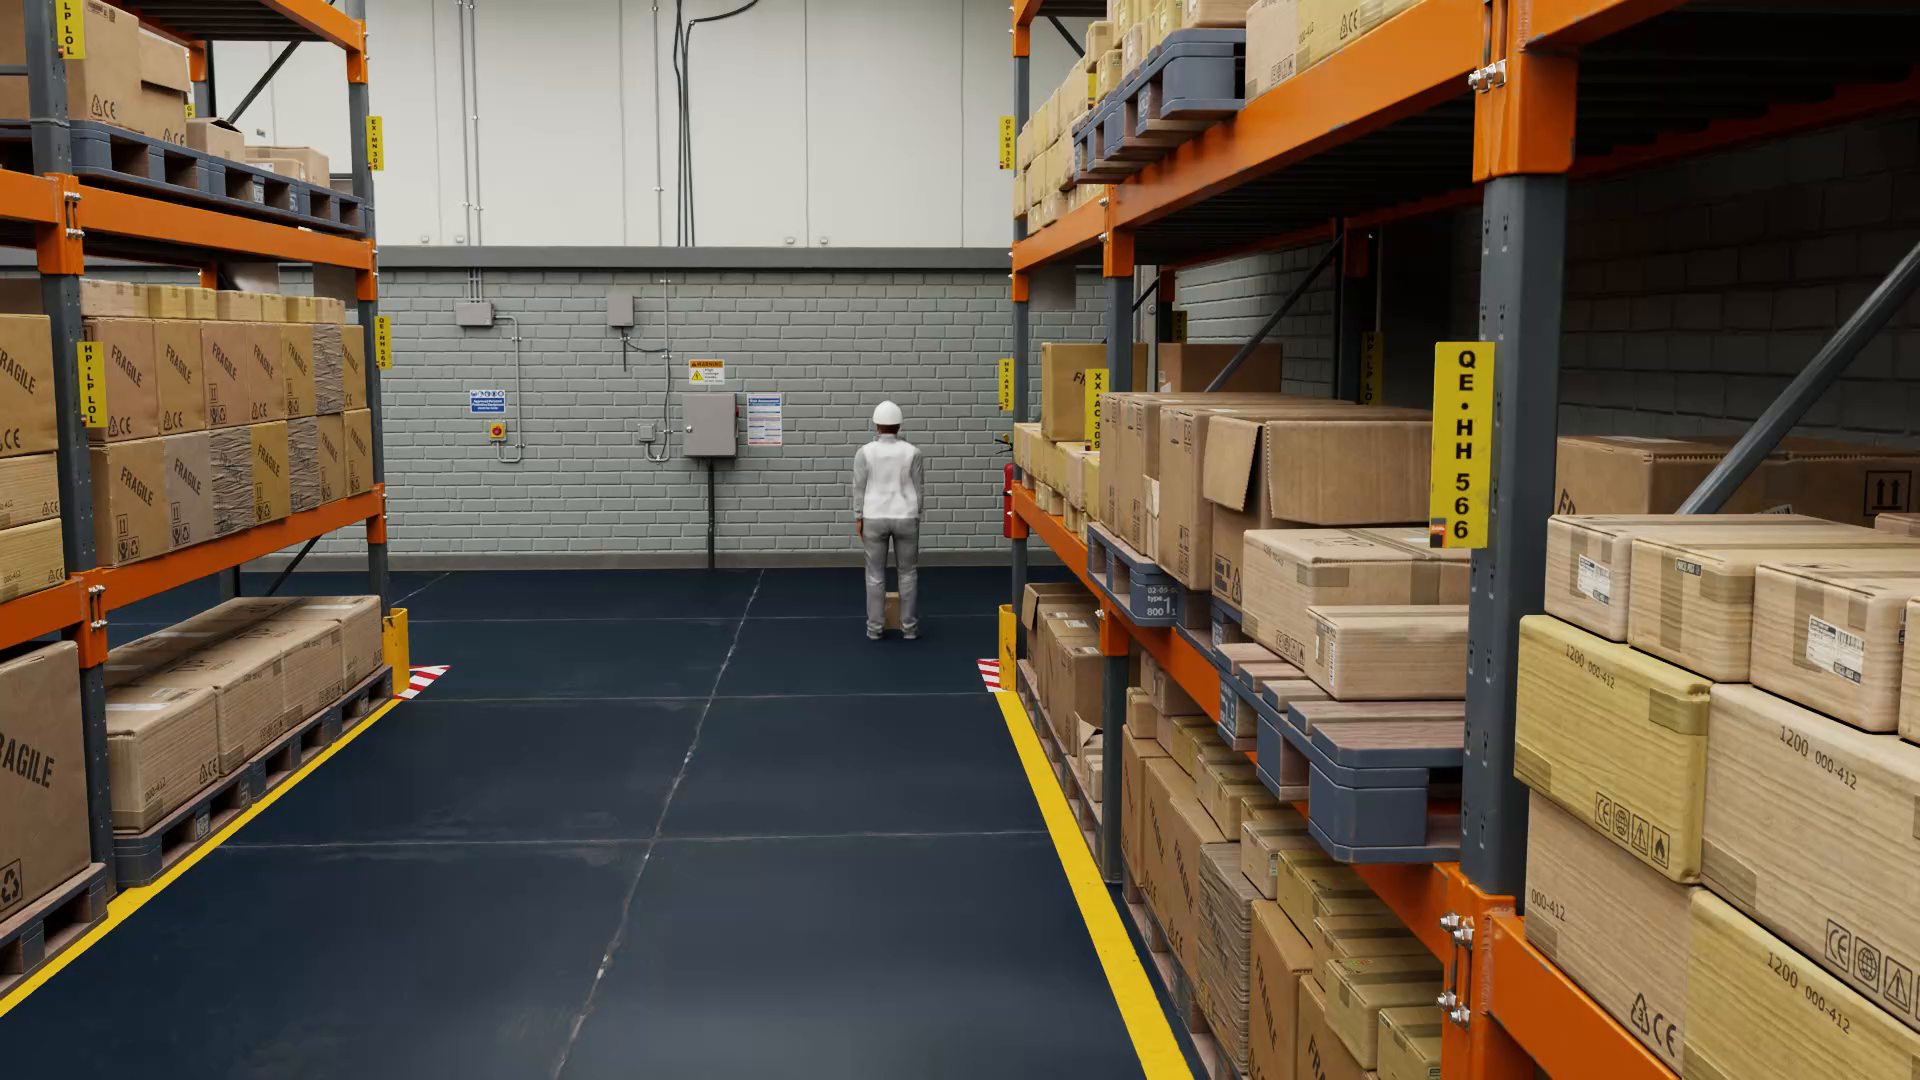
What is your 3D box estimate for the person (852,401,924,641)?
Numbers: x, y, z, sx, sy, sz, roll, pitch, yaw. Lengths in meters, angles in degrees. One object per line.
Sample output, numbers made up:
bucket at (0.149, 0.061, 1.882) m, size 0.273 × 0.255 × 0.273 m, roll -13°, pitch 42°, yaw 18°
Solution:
person at (-0.532, -0.144, 12.374) m, size 0.532 × 1.775 × 0.358 m, roll 0°, pitch 7°, yaw -2°
